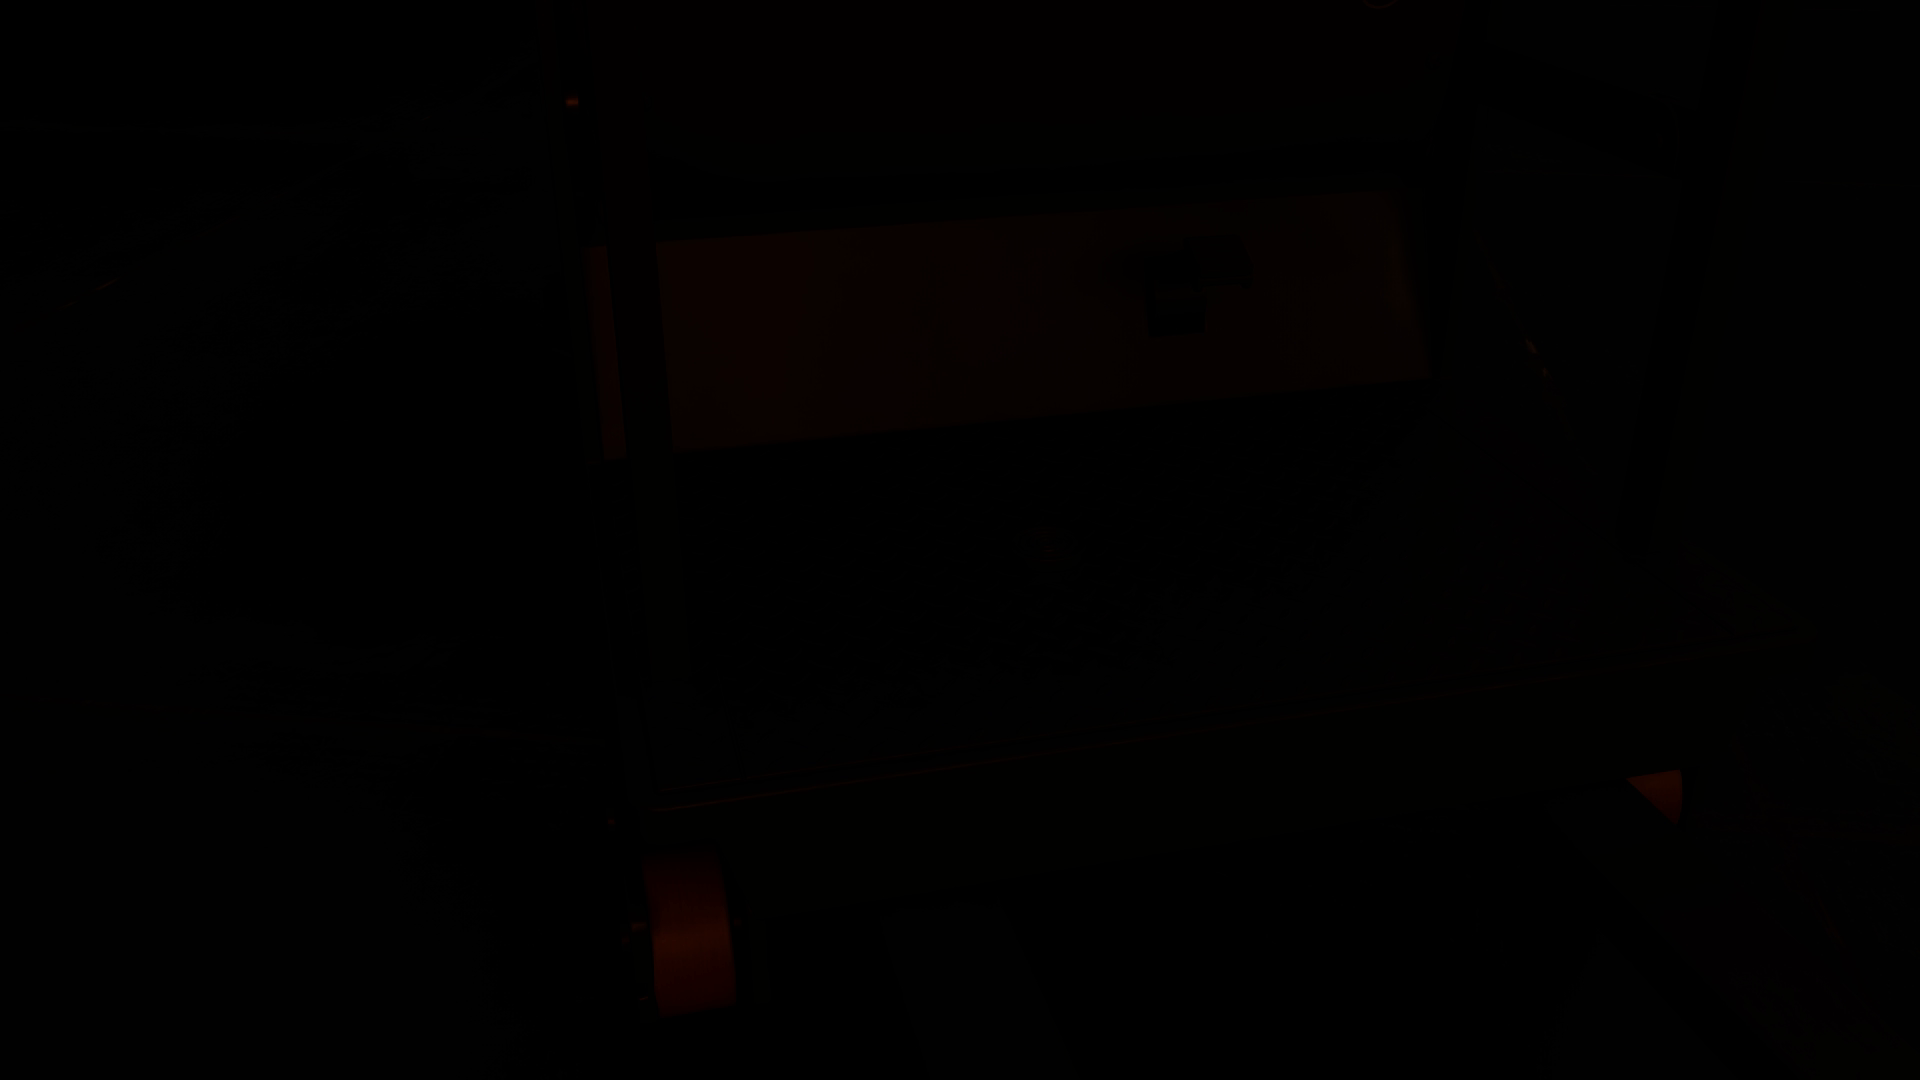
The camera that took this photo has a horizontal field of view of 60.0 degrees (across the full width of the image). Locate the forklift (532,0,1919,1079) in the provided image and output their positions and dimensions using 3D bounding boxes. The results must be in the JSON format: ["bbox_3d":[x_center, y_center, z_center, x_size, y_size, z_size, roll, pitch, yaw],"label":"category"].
[{"bbox_3d":[0.153,-1.049,1.319,1.130,2.935,3.031,-7,27,-13],"label":"forklift"}]
